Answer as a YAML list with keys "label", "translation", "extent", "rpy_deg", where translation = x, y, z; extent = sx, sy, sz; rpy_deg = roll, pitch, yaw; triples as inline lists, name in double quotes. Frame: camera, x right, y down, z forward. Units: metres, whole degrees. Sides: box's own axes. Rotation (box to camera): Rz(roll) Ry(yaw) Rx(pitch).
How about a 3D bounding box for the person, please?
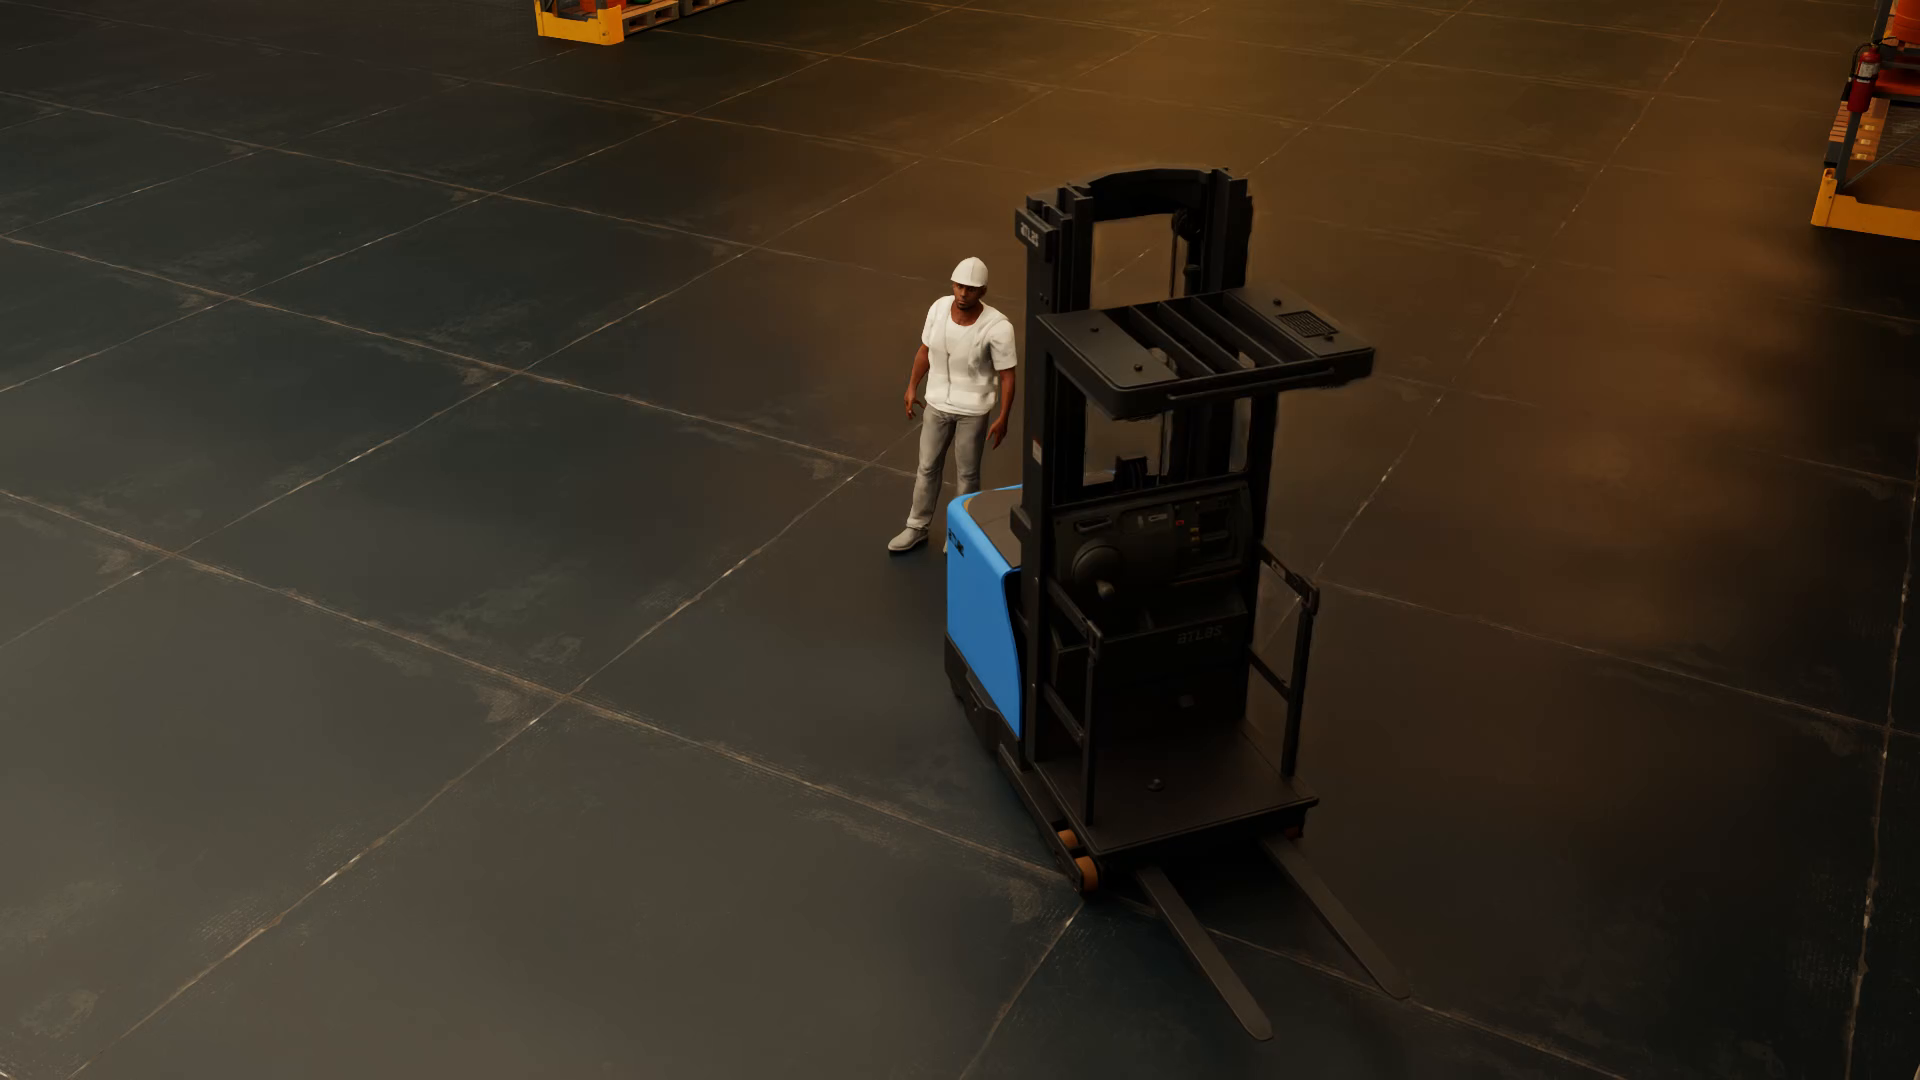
- label: "person"
  translation: [-0.039, -0.743, 9.508]
  extent: [0.665, 1.765, 0.577]
  rpy_deg: [15, 33, 25]

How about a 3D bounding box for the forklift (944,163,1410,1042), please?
- label: "forklift"
  translation: [0.913, 0.050, 6.983]
  extent: [1.130, 2.935, 3.031]
  rpy_deg: [-11, 32, -18]
